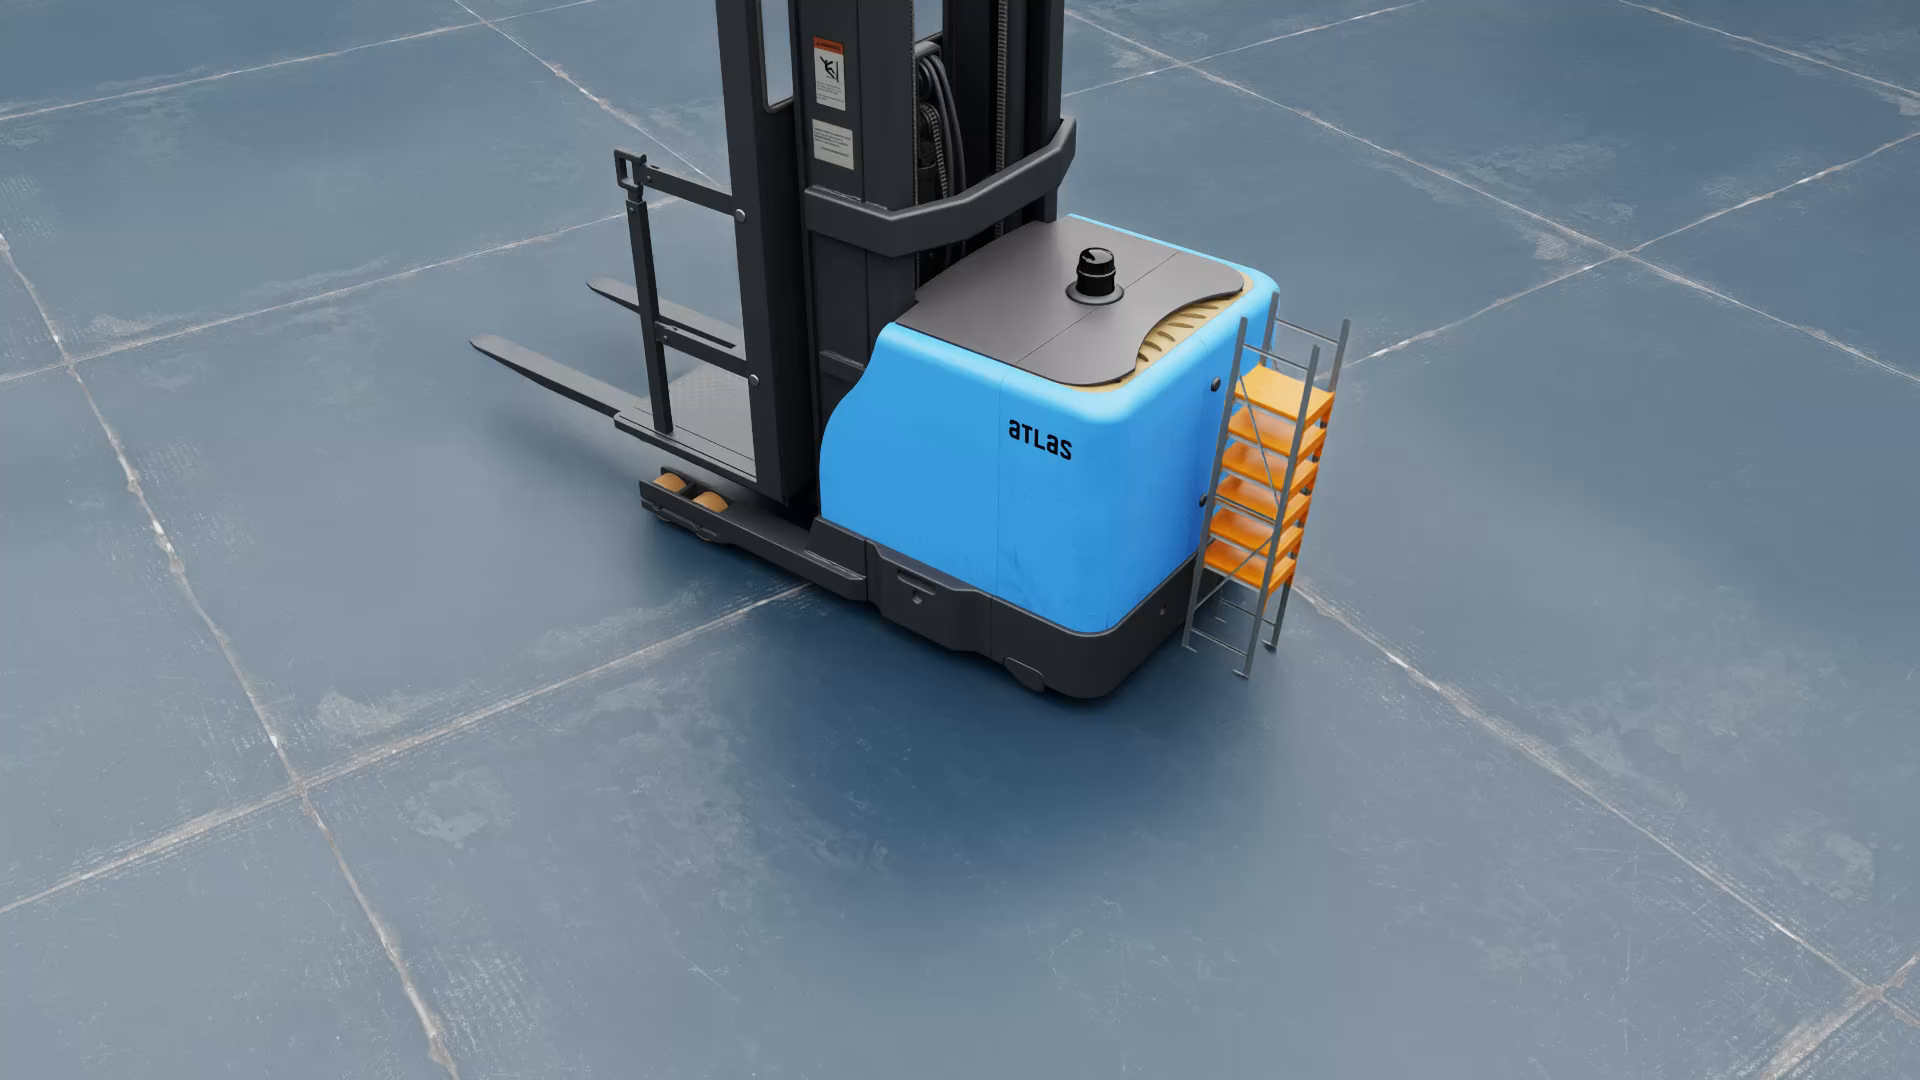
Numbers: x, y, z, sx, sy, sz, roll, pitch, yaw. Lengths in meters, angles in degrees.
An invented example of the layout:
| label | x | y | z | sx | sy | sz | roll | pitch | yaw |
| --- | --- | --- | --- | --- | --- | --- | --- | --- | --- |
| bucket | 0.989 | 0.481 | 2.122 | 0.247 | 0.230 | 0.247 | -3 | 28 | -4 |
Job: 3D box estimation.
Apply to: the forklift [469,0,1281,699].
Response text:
| label | x | y | z | sx | sy | sz | roll | pitch | yaw |
| --- | --- | --- | --- | --- | --- | --- | --- | --- | --- |
| forklift | -0.497 | -1.409 | 5.198 | 3.031 | 2.935 | 1.130 | 24 | 42 | 29 |

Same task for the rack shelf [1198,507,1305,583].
| label | x | y | z | sx | sy | sz | roll | pitch | yaw |
| --- | --- | --- | --- | --- | --- | --- | --- | --- | --- |
| rack shelf | 0.875 | -0.004 | 4.994 | 0.258 | 0.103 | 0.180 | 27 | 43 | 26 |

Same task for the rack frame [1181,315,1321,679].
| label | x | y | z | sx | sy | sz | roll | pitch | yaw |
| --- | --- | --- | --- | --- | --- | --- | --- | --- | --- |
| rack frame | 0.829 | -0.090 | 4.833 | 0.240 | 1.200 | 0.006 | 27 | 43 | 26 |

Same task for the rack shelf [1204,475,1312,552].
| label | x | y | z | sx | sy | sz | roll | pitch | yaw |
| --- | --- | --- | --- | --- | --- | --- | --- | --- | --- |
| rack shelf | 0.881 | -0.098 | 4.920 | 0.258 | 0.103 | 0.180 | 27 | 43 | 26 |

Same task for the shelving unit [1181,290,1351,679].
| label | x | y | z | sx | sy | sz | roll | pitch | yaw |
| --- | --- | --- | --- | --- | --- | --- | --- | --- | --- |
| shelving unit | 0.883 | -0.133 | 4.893 | 0.258 | 1.200 | 0.189 | 27 | 43 | 26 |

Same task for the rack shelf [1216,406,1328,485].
| label | x | y | z | sx | sy | sz | roll | pitch | yaw |
| --- | --- | --- | --- | --- | --- | --- | --- | --- | --- |
| rack shelf | 0.894 | -0.287 | 4.772 | 0.258 | 0.103 | 0.180 | 27 | 43 | 26 |

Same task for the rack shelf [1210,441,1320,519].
| label | x | y | z | sx | sy | sz | roll | pitch | yaw |
| --- | --- | --- | --- | --- | --- | --- | --- | --- | --- |
| rack shelf | 0.887 | -0.192 | 4.846 | 0.258 | 0.103 | 0.180 | 27 | 43 | 26 |

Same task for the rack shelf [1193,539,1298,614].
| label | x | y | z | sx | sy | sz | roll | pitch | yaw |
| --- | --- | --- | --- | --- | --- | --- | --- | --- | --- |
| rack shelf | 0.868 | 0.091 | 5.068 | 0.258 | 0.103 | 0.180 | 27 | 43 | 26 |

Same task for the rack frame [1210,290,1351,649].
| label | x | y | z | sx | sy | sz | roll | pitch | yaw |
| --- | --- | --- | --- | --- | --- | --- | --- | --- | --- |
| rack frame | 0.938 | -0.176 | 4.953 | 0.240 | 1.200 | 0.006 | 27 | 43 | 26 |

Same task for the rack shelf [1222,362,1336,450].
| label | x | y | z | sx | sy | sz | roll | pitch | yaw |
| --- | --- | --- | --- | --- | --- | --- | --- | --- | --- |
| rack shelf | 0.900 | -0.381 | 4.699 | 0.258 | 0.103 | 0.180 | 27 | 43 | 26 |
